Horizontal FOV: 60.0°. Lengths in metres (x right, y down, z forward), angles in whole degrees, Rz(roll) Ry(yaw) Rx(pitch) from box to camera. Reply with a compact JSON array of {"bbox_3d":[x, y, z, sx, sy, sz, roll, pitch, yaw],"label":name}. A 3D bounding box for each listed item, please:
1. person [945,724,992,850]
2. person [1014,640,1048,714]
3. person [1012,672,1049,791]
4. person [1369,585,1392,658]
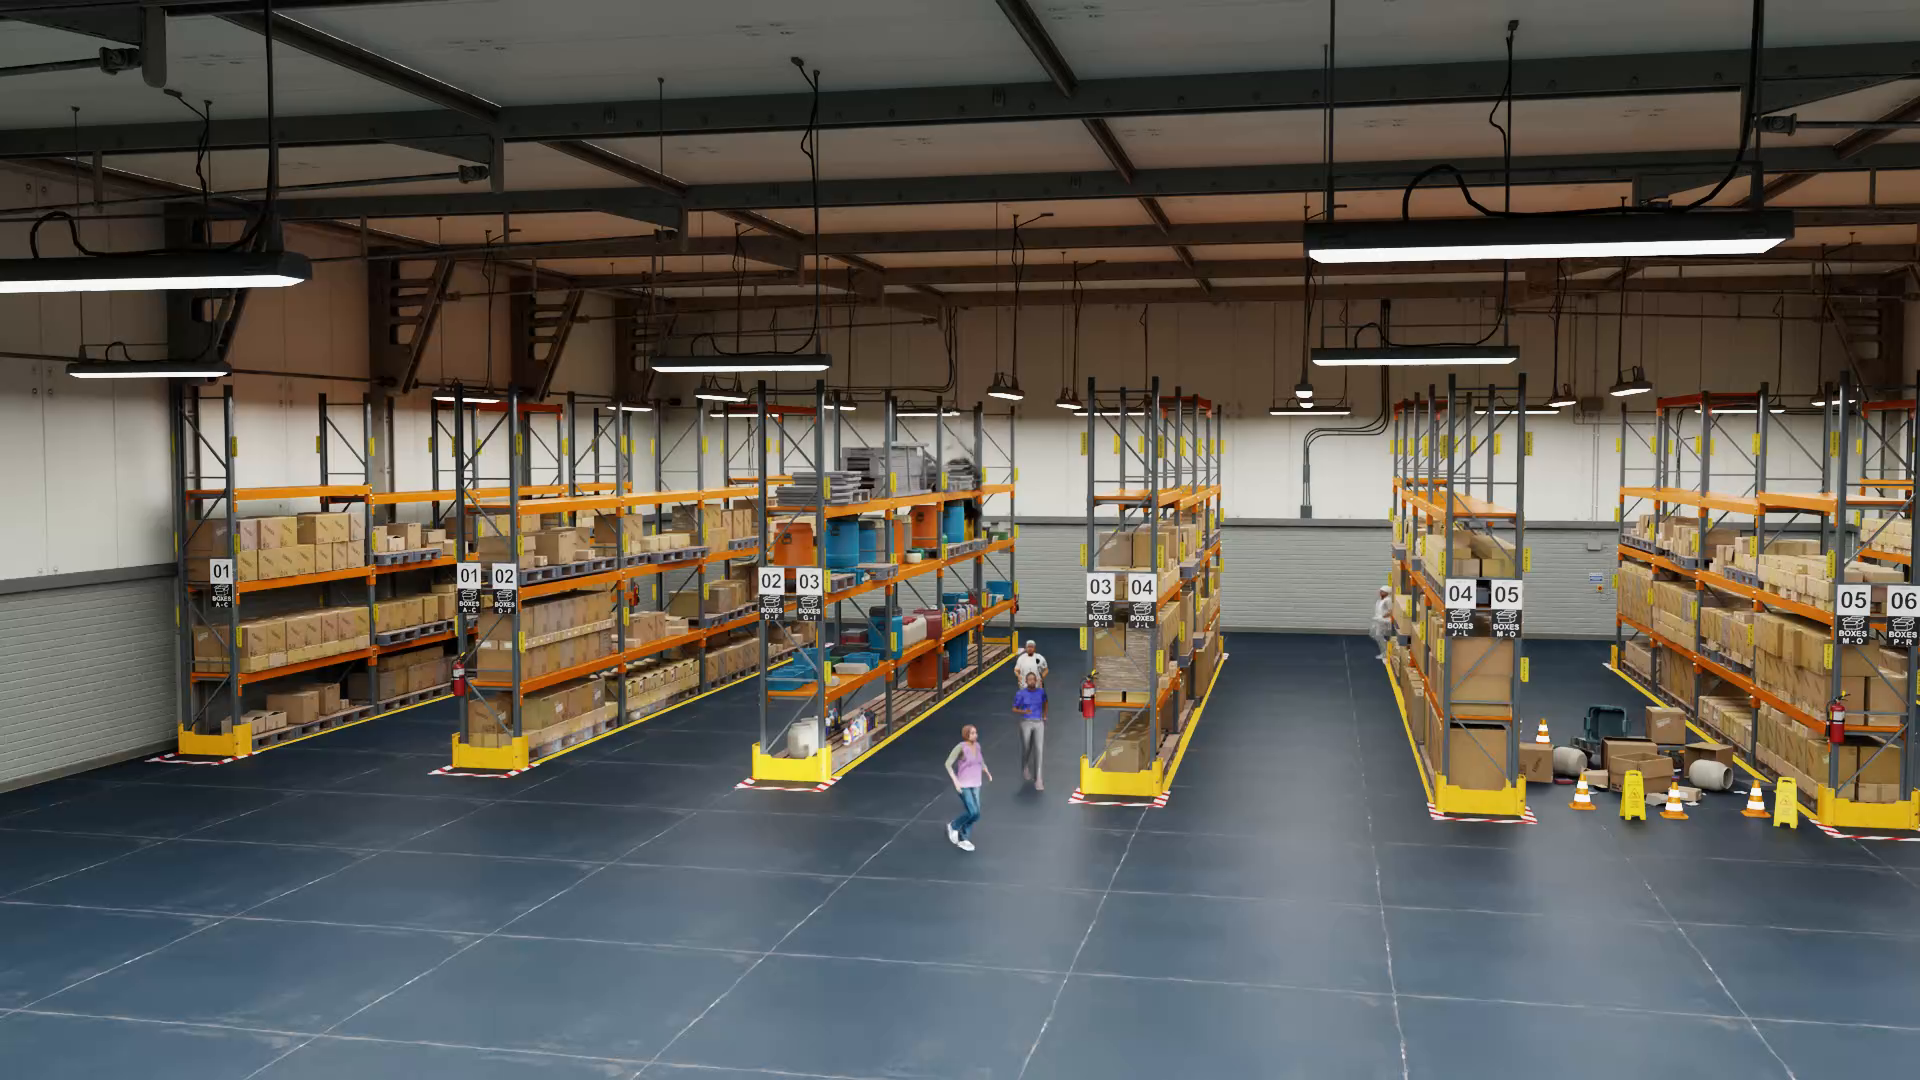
[{"bbox_3d":[0.120,3.067,20.663,0.532,1.569,0.549,3,4,44],"label":"person"},{"bbox_3d":[1.237,2.563,29.105,0.602,1.618,0.568,0,3,7],"label":"person"},{"bbox_3d":[1.051,2.783,24.546,0.574,1.680,0.883,0,3,-5],"label":"person"},{"bbox_3d":[10.020,1.939,39.390,0.529,1.748,0.719,0,3,-7],"label":"person"}]
